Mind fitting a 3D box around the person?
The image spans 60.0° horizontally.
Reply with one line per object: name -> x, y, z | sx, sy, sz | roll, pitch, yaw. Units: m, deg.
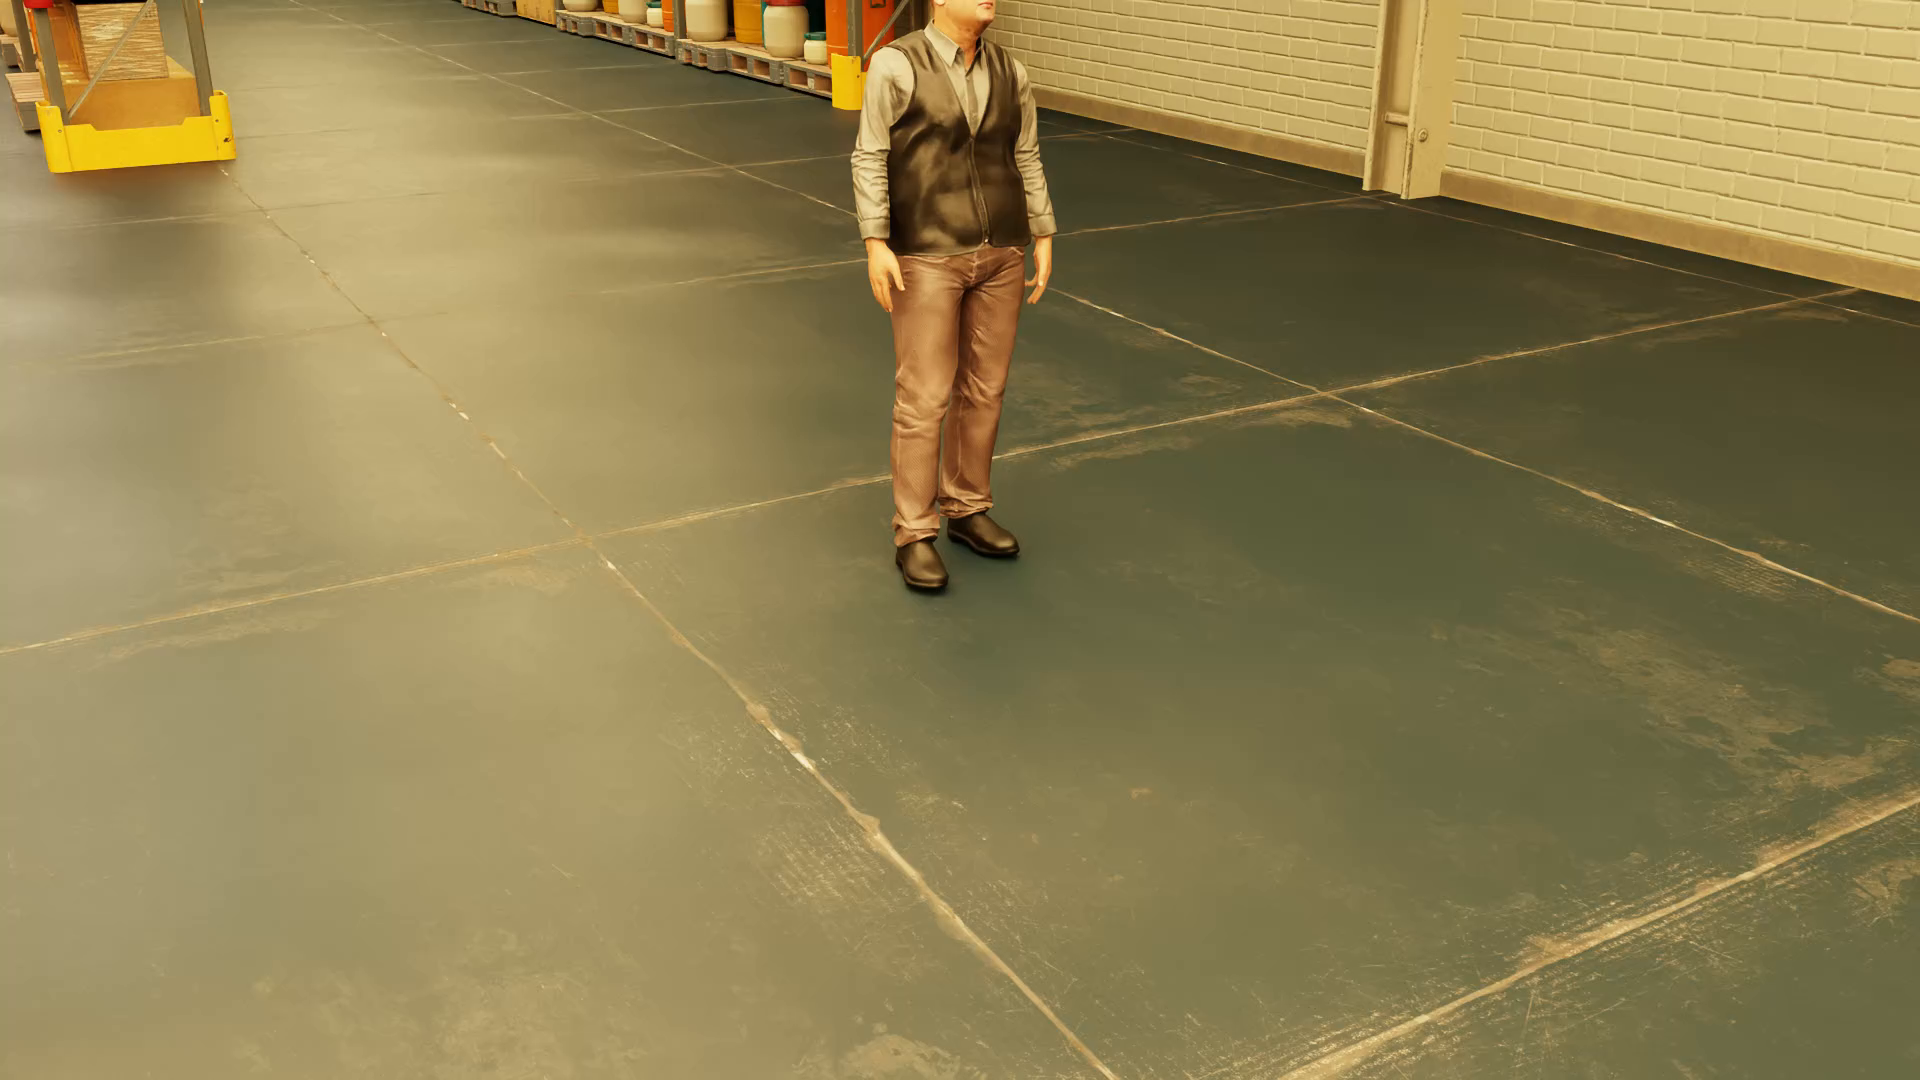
person -> 0.025, -0.781, 4.751 | 0.633, 1.722, 0.566 | -12, 25, -28
